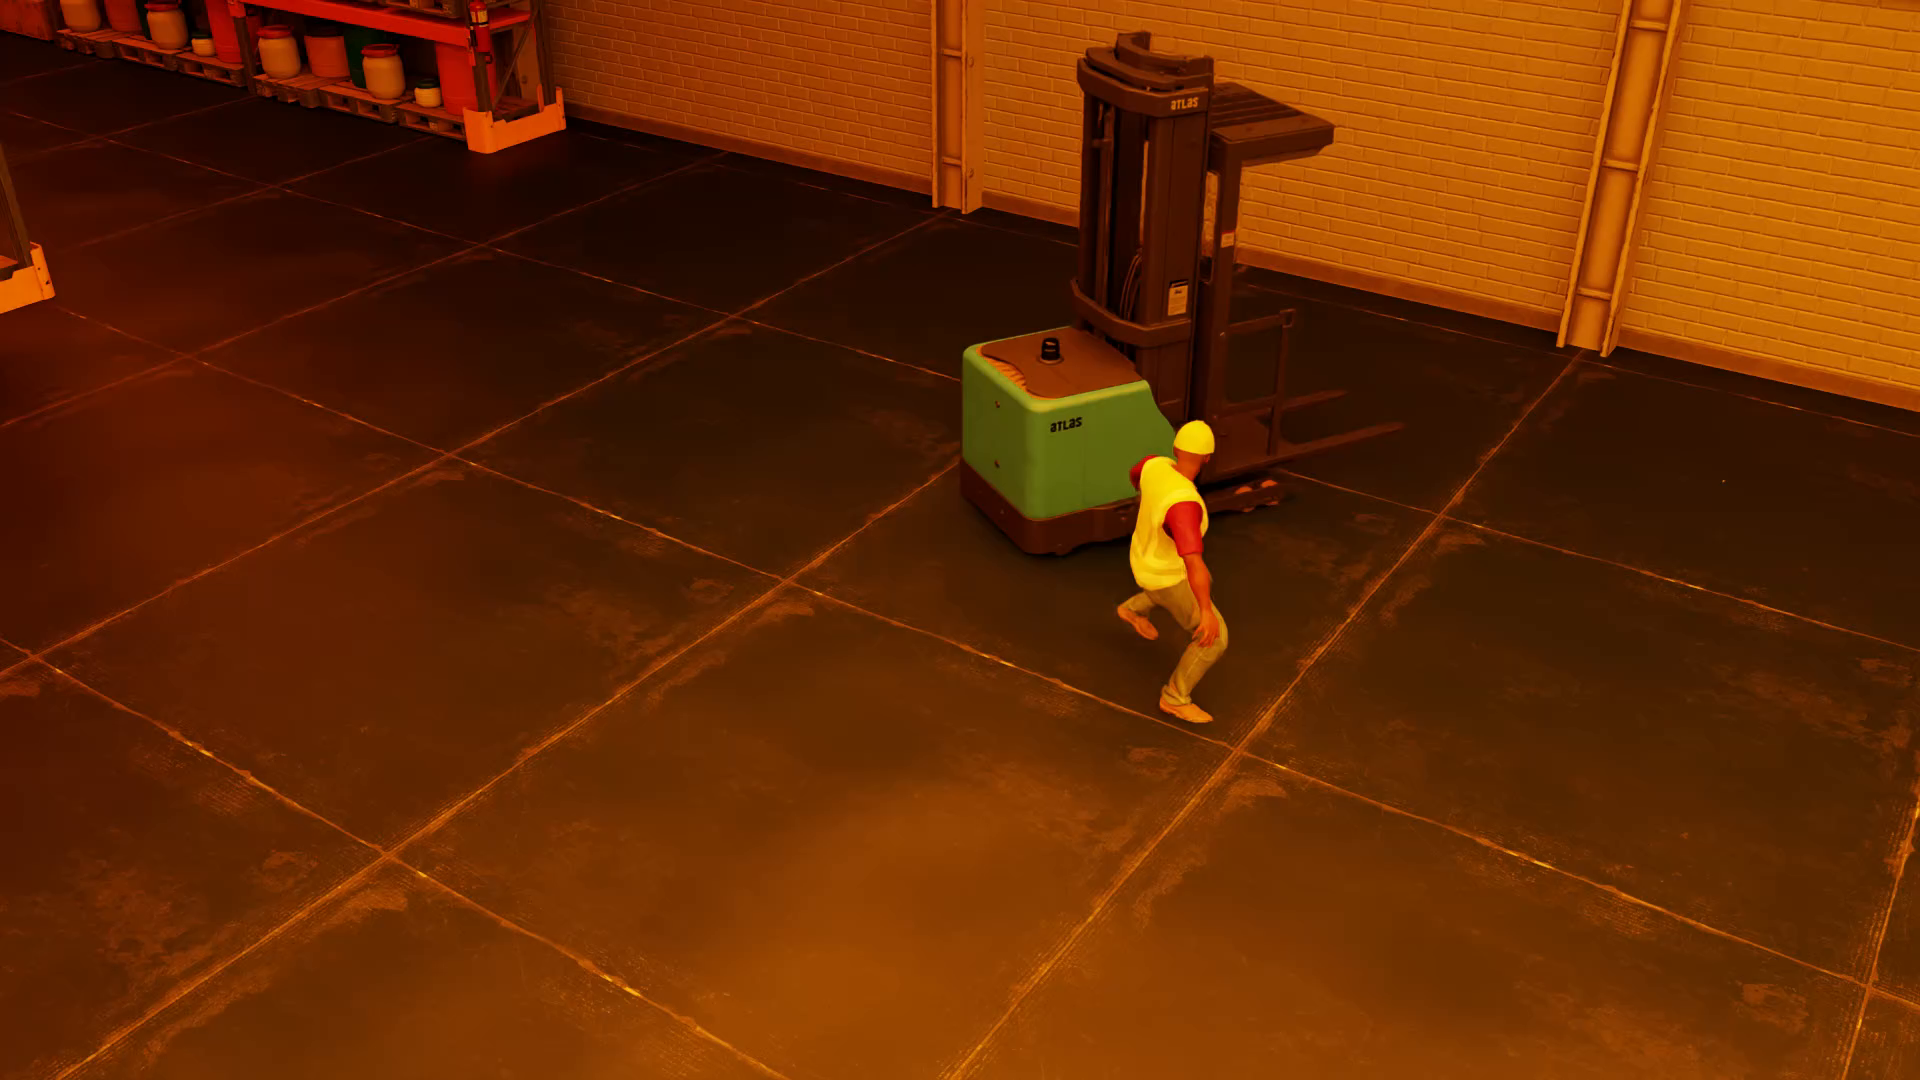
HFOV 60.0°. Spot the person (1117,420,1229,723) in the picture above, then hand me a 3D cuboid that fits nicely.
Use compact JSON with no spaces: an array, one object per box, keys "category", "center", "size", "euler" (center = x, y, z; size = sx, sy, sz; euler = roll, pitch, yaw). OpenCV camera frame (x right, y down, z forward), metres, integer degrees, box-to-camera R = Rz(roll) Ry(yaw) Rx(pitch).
[{"category":"person","center":[1.144,0.130,8.701],"size":[0.503,1.641,1.127],"euler":[-1,30,-2]}]

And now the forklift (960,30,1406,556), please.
[{"category":"forklift","center":[1.555,-1.671,10.459],"size":[3.031,2.935,1.130],"euler":[-14,33,-22]}]
